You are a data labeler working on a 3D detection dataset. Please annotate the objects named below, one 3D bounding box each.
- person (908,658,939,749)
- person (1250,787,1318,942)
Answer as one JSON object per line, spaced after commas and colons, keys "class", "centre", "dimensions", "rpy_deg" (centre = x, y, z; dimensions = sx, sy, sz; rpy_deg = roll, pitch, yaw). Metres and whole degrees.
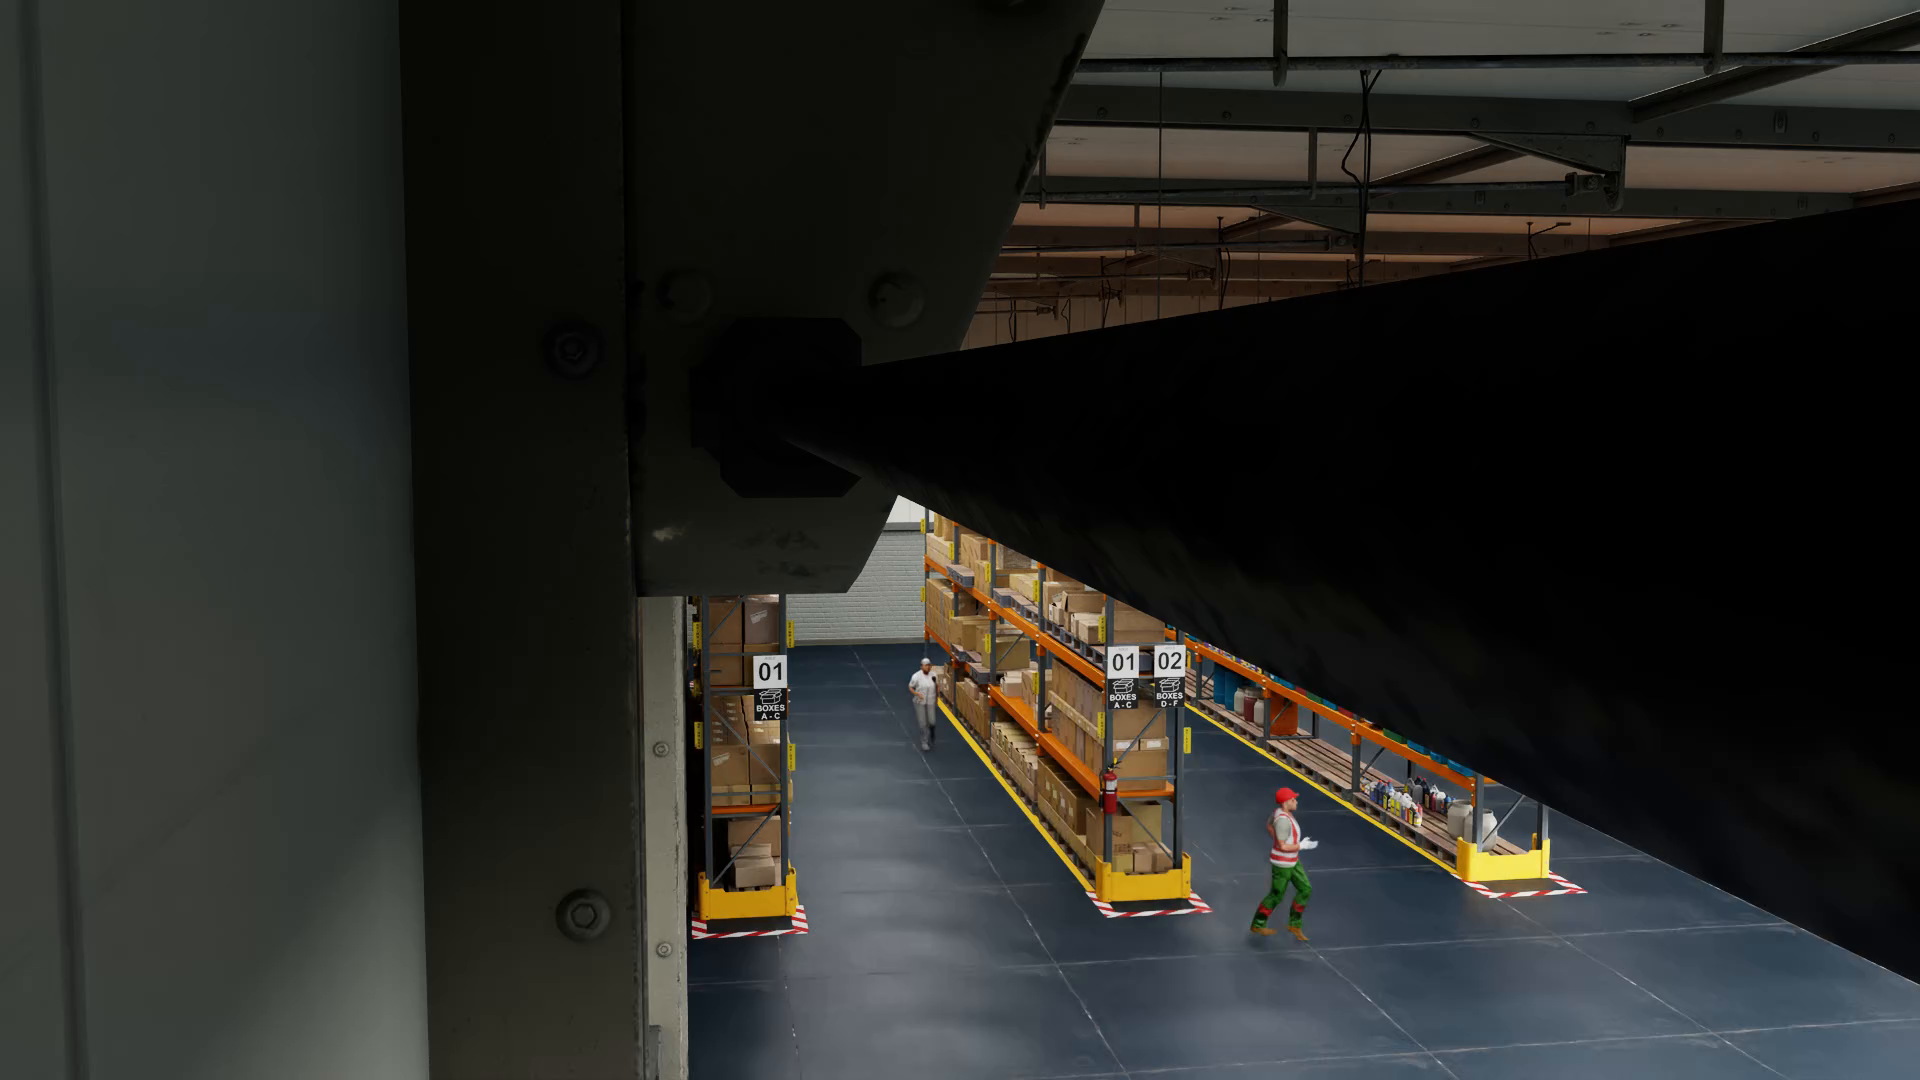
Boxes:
{"class": "person", "centre": [-0.613, 2.920, 29.599], "dimensions": [0.590, 1.636, 0.542], "rpy_deg": [-1, 5, -13]}
{"class": "person", "centre": [3.747, 3.758, 19.173], "dimensions": [0.774, 1.841, 0.631], "rpy_deg": [2, 5, 21]}
